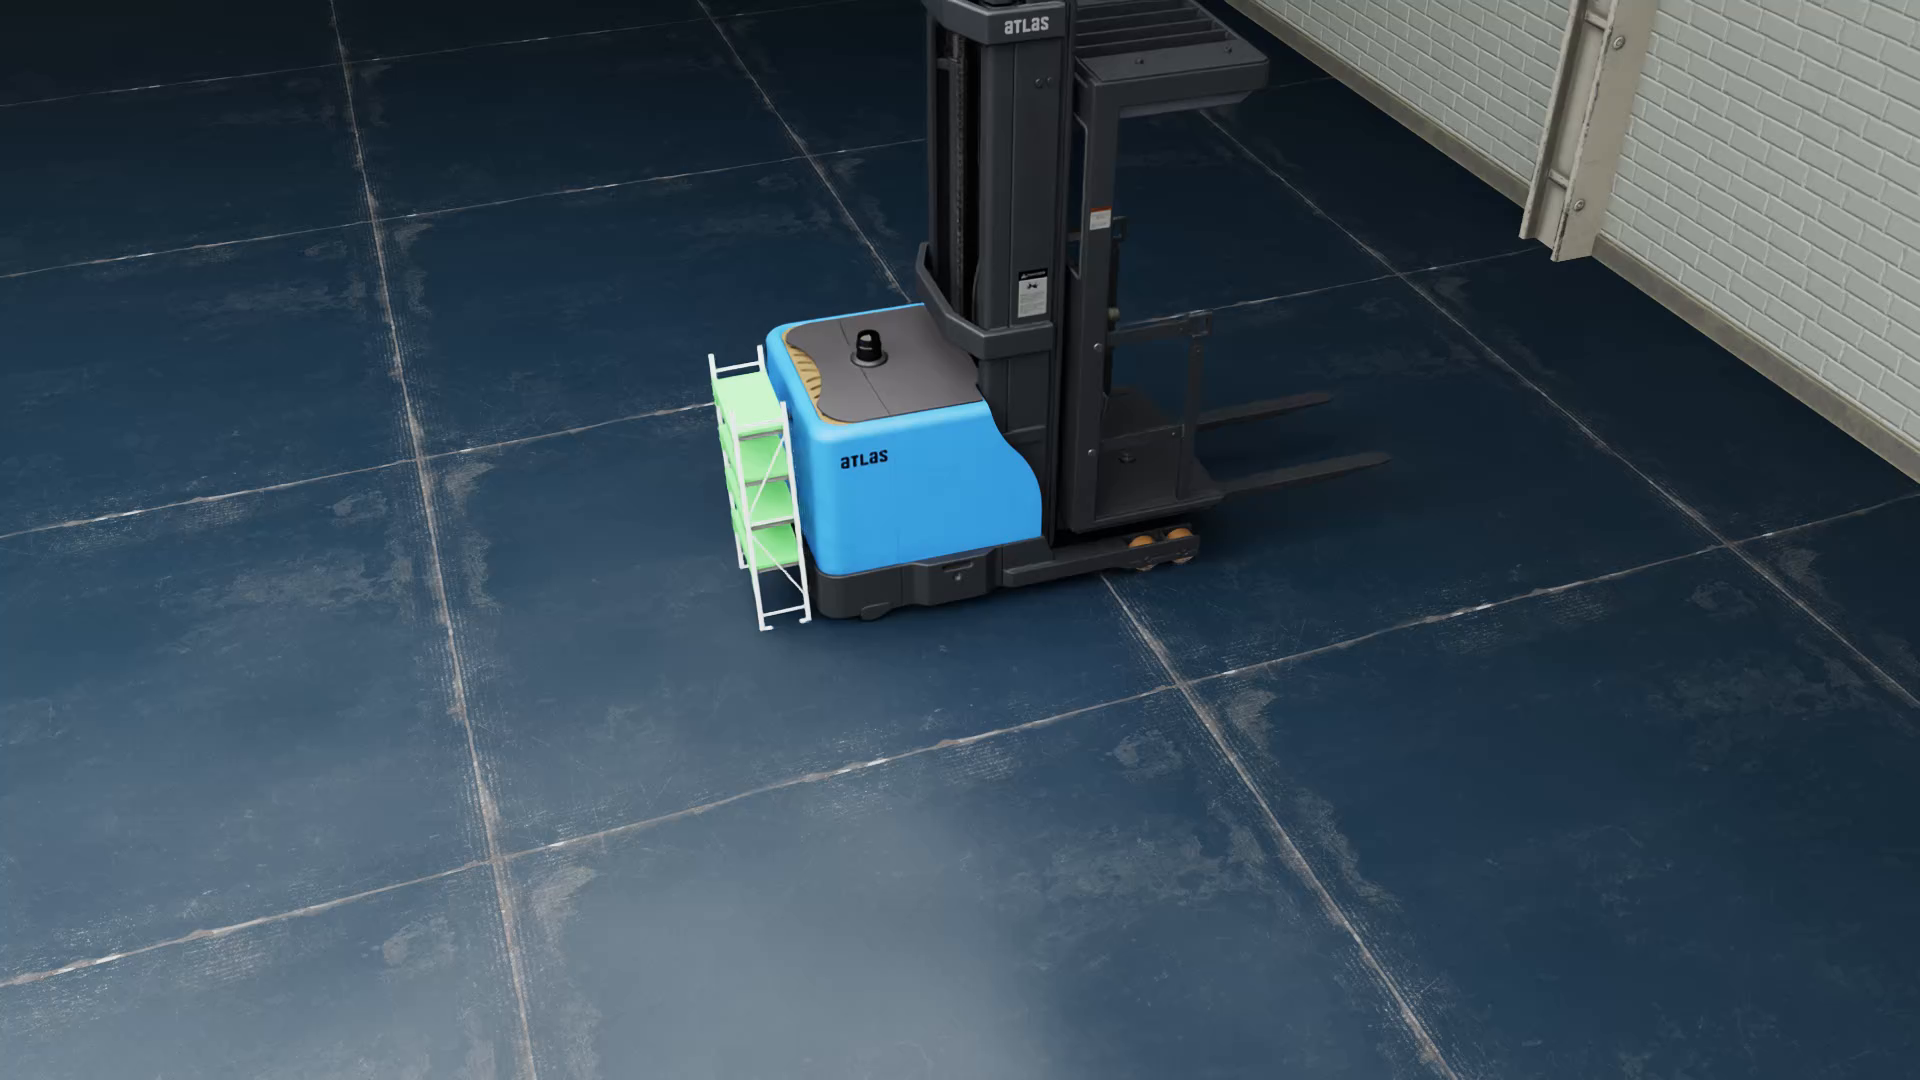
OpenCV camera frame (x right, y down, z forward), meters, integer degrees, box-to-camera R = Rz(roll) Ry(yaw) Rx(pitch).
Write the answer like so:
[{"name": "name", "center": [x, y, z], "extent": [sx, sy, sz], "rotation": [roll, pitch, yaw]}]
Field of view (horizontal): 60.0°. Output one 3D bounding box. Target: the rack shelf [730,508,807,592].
[{"name": "rack shelf", "center": [-0.891, 0.018, 7.726], "extent": [0.258, 0.148, 0.480], "rotation": [-12, 39, -12]}]

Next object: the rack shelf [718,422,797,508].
[{"name": "rack shelf", "center": [-0.908, -0.362, 7.433], "extent": [0.258, 0.148, 0.480], "rotation": [-12, 39, -12]}]

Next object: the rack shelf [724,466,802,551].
[{"name": "rack shelf", "center": [-0.899, -0.172, 7.580], "extent": [0.258, 0.148, 0.480], "rotation": [-12, 39, -12]}]

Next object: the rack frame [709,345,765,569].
[{"name": "rack frame", "center": [-0.973, -0.363, 7.727], "extent": [0.240, 1.200, 0.015], "rotation": [-12, 39, -12]}]

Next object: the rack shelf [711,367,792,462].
[{"name": "rack shelf", "center": [-0.916, -0.552, 7.287], "extent": [0.258, 0.148, 0.480], "rotation": [-12, 39, -12]}]

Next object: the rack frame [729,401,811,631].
[{"name": "rack frame", "center": [-0.830, -0.083, 7.354], "extent": [0.240, 1.200, 0.015], "rotation": [-12, 39, -12]}]

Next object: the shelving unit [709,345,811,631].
[{"name": "shelving unit", "center": [-0.901, -0.223, 7.541], "extent": [0.258, 1.200, 0.503], "rotation": [-12, 39, -12]}]

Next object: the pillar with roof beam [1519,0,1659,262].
[{"name": "pillar with roof beam", "center": [-0.171, -4.618, 6.902], "extent": [9.100, 9.000, 0.400], "rotation": [-12, 39, -16]}]

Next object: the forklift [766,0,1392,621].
[{"name": "forklift", "center": [0.652, -1.316, 7.561], "extent": [3.031, 2.935, 1.130], "rotation": [-11, 38, -14]}]
